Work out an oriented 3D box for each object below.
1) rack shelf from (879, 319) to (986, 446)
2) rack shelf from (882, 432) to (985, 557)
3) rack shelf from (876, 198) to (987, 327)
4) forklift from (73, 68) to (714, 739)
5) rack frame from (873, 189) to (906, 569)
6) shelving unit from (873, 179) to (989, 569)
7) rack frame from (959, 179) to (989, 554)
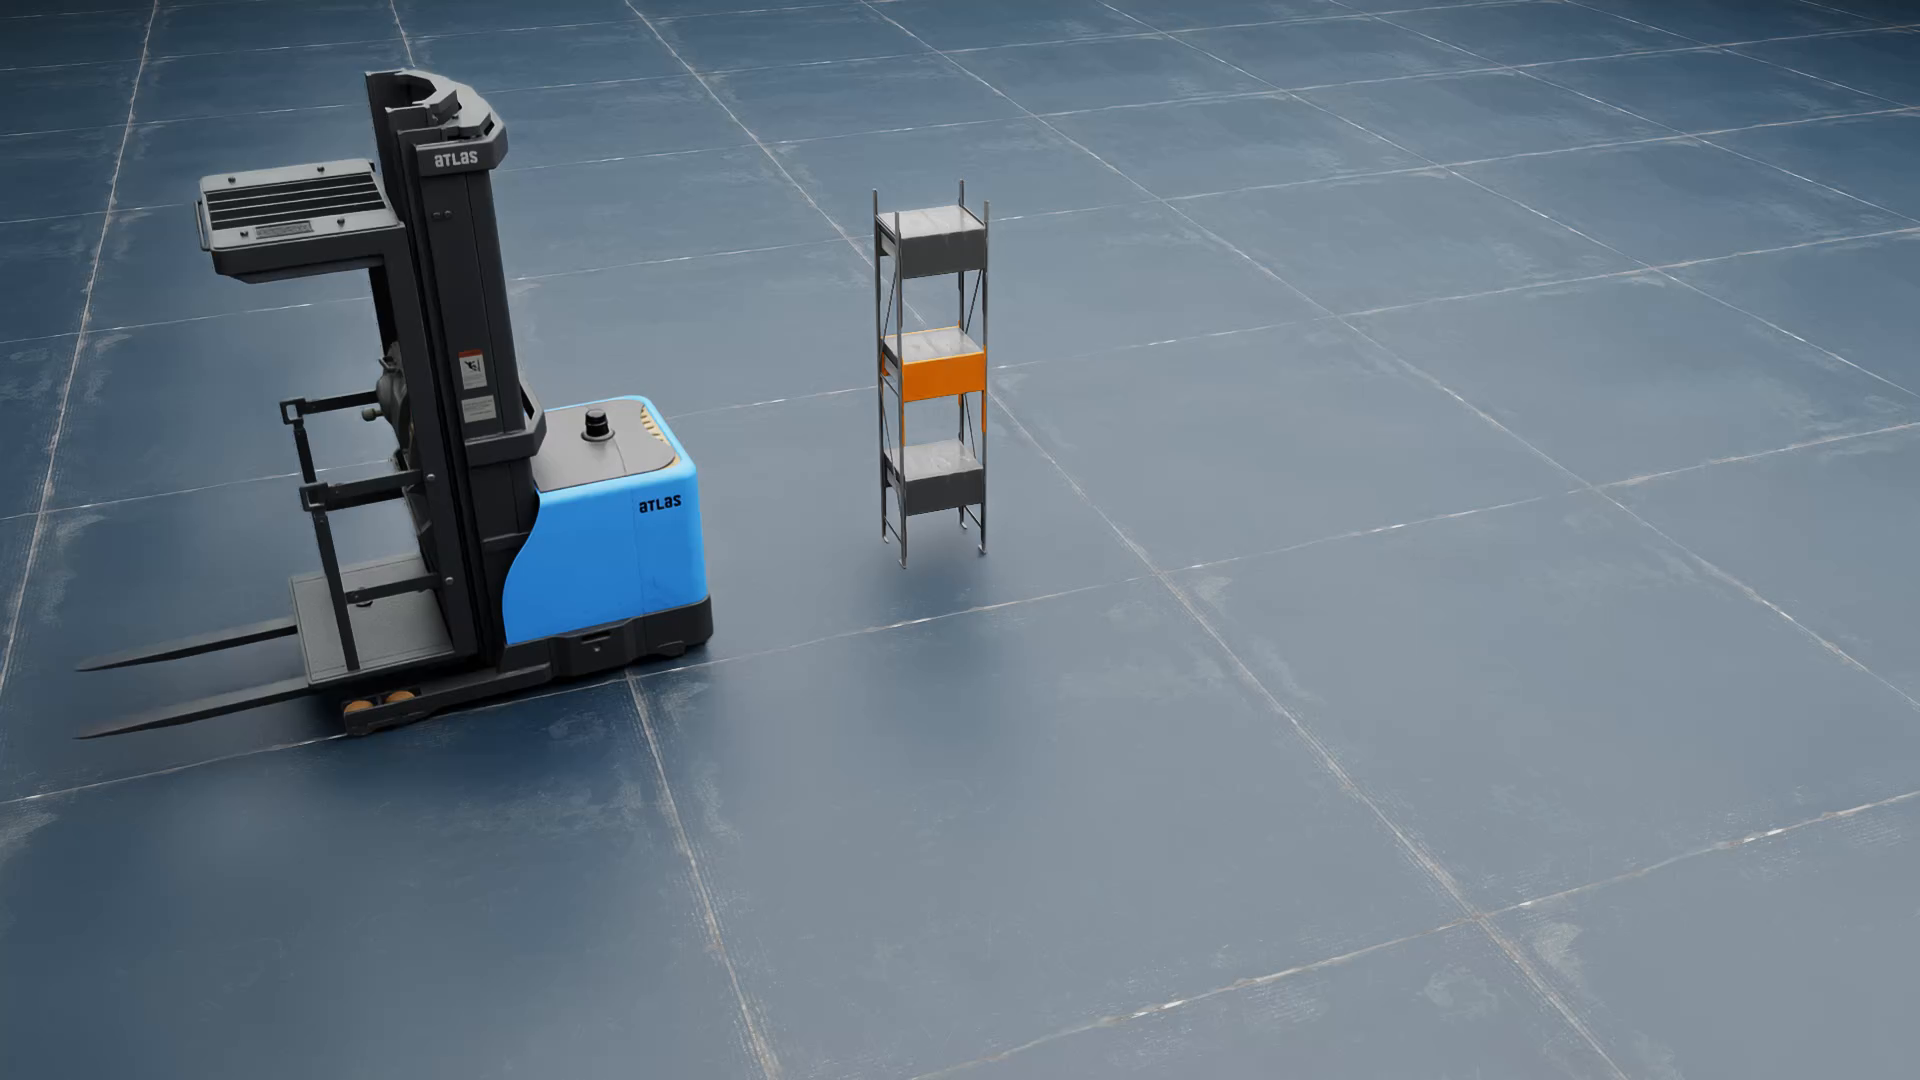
[{"bbox_3d":[-0.155,-0.872,9.187,0.480,0.518,0.431,-10,31,-18],"label":"rack shelf"},{"bbox_3d":[-0.155,-0.264,9.533,0.480,0.518,0.431,-10,31,-18],"label":"rack shelf"},{"bbox_3d":[-0.155,-1.480,8.840,0.480,0.518,0.431,-10,31,-18],"label":"rack shelf"},{"bbox_3d":[-2.859,-0.622,7.881,3.031,2.935,1.130,-13,32,-21],"label":"forklift"},{"bbox_3d":[-0.384,-0.842,9.106,0.015,2.100,0.400,-10,31,-18],"label":"rack frame"},{"bbox_3d":[-0.155,-0.884,9.180,0.503,2.100,0.431,-10,31,-18],"label":"shelving unit"},{"bbox_3d":[0.074,-0.926,9.254,0.015,2.100,0.400,-10,31,-18],"label":"rack frame"}]
